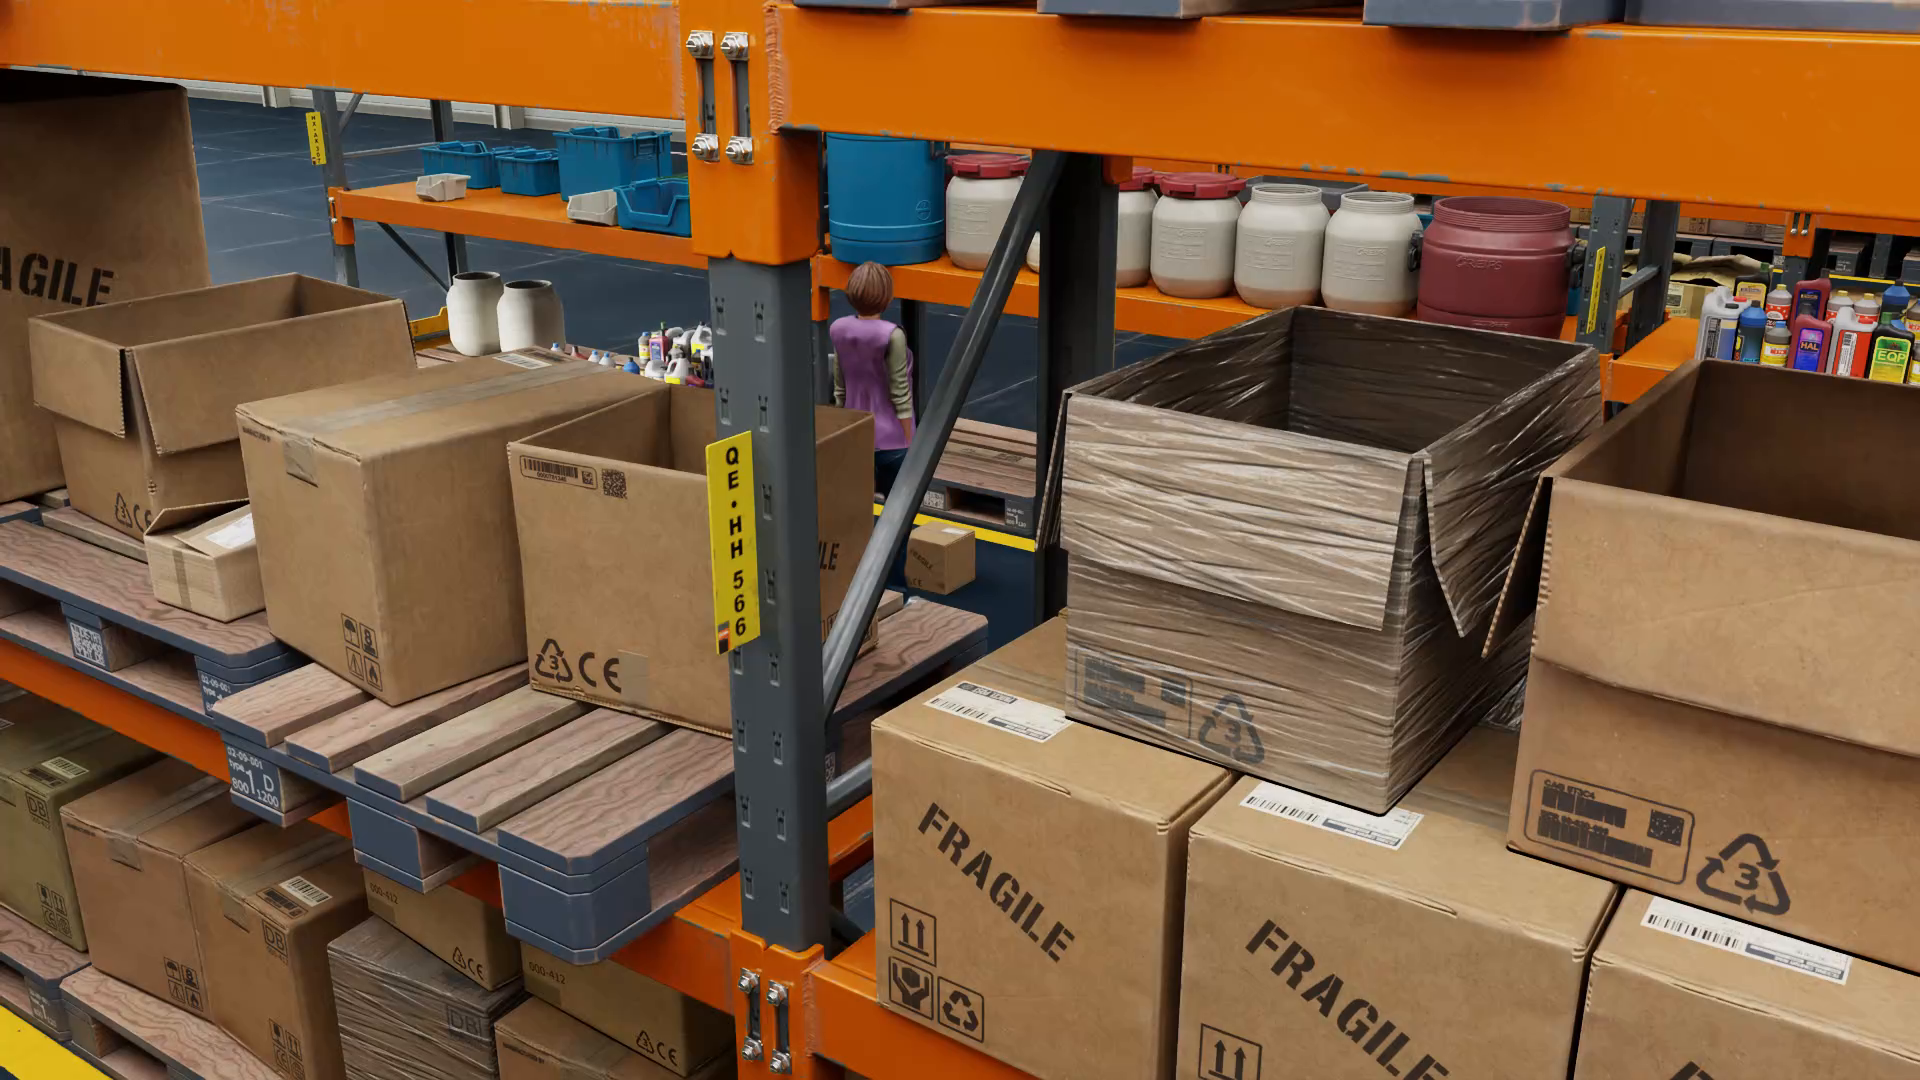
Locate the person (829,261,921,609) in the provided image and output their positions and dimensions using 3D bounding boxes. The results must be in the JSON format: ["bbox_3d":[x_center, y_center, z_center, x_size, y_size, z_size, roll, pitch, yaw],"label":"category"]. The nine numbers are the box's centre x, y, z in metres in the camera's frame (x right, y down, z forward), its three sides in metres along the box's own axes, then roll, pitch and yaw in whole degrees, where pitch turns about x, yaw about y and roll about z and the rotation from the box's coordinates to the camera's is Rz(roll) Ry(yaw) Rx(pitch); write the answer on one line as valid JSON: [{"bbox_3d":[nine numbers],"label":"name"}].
[{"bbox_3d":[-0.373,-0.409,7.230,0.406,1.612,0.338,14,24,33],"label":"person"}]
